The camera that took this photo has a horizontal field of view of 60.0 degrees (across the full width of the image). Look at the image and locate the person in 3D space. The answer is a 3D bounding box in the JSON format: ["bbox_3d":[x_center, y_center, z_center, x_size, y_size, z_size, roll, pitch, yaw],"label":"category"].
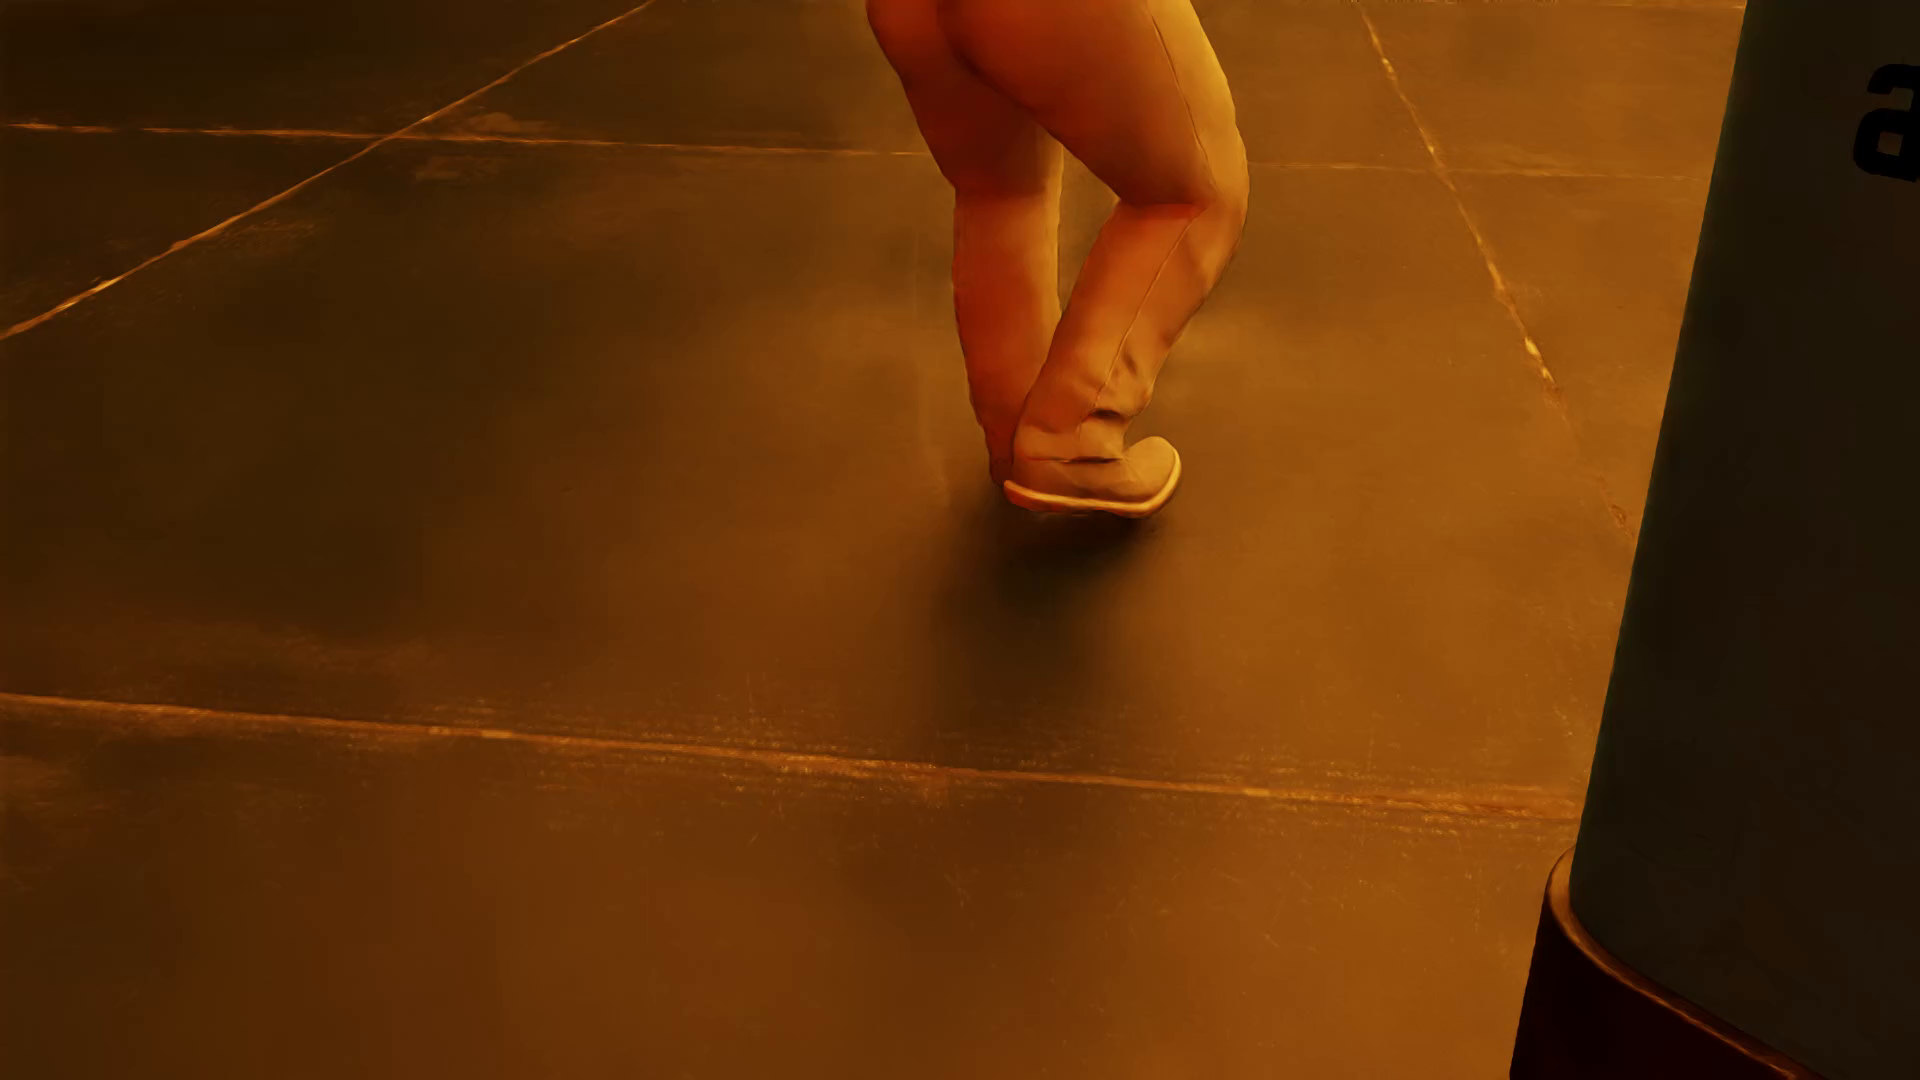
[{"bbox_3d":[0.125,-0.807,2.253,0.620,1.732,0.913,-23,34,-38],"label":"person"}]
